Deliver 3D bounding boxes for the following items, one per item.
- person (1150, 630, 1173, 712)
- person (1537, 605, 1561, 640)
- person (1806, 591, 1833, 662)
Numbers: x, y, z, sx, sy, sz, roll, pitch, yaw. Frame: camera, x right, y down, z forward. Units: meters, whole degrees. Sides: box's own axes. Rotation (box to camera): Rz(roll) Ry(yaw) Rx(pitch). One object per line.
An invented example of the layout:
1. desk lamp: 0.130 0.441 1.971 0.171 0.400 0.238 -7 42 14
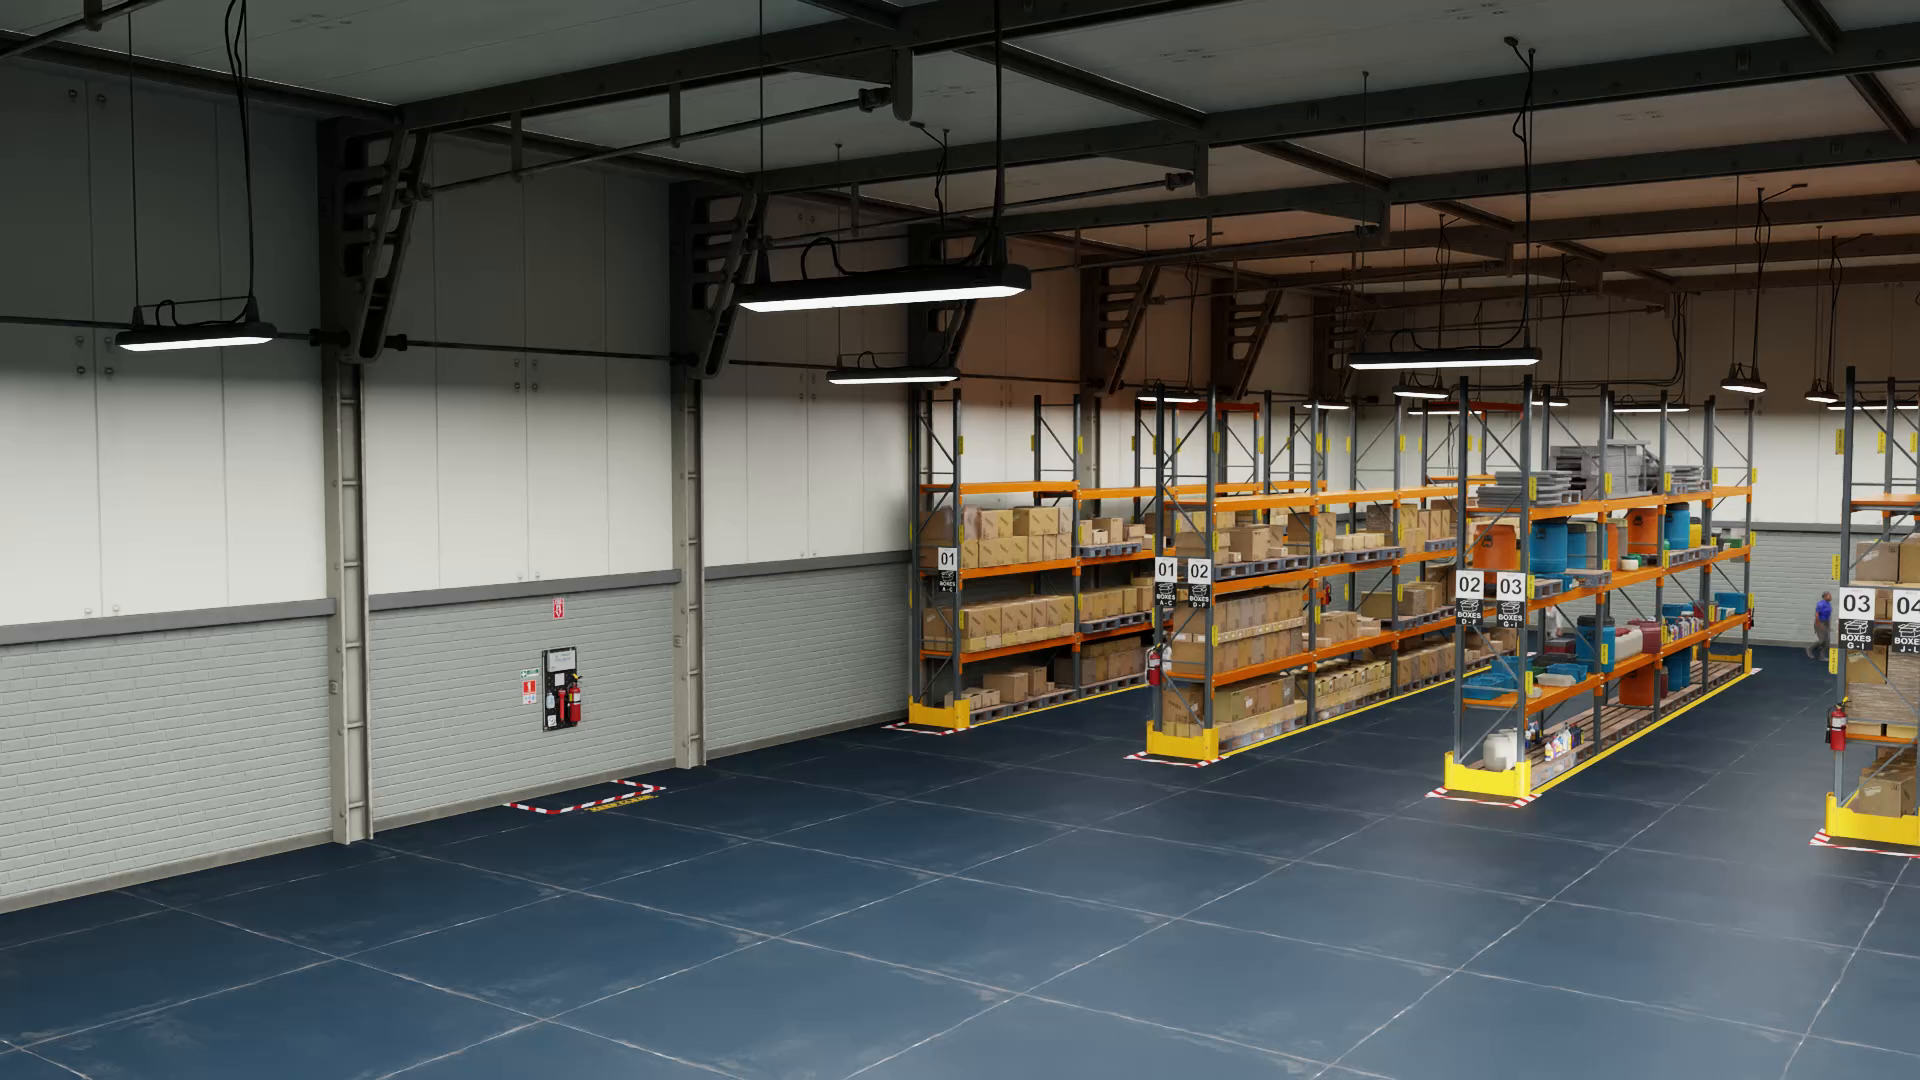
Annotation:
1. person: 3.619 2.487 29.751 0.513 1.739 0.415 2 4 33
2. person: 13.325 2.061 37.627 0.480 1.536 0.952 2 4 33
3. person: 19.966 1.985 38.597 0.471 1.646 0.528 -2 4 -35
